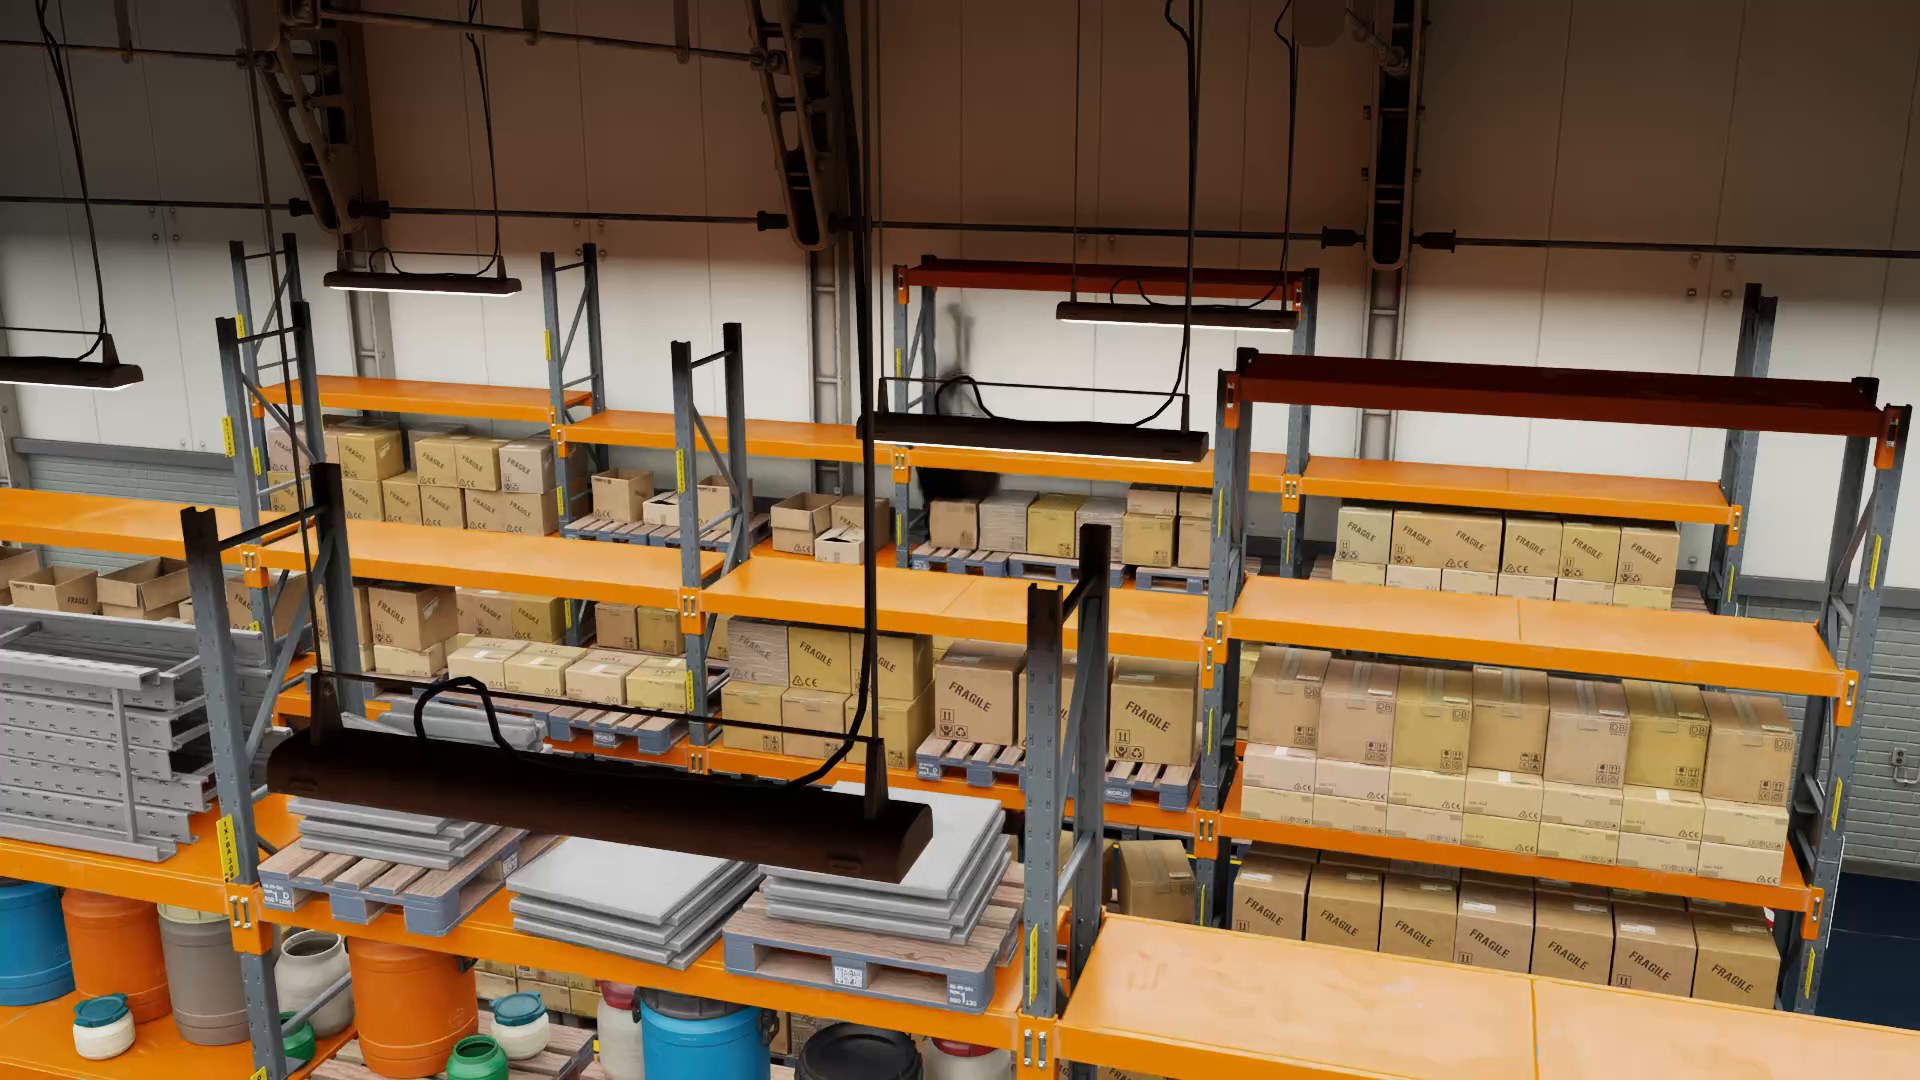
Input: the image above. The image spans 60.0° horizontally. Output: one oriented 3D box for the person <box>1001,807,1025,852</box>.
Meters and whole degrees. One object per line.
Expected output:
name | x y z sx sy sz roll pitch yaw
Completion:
person | 0.470 2.549 15.768 0.876 1.895 0.641 2 16 8
